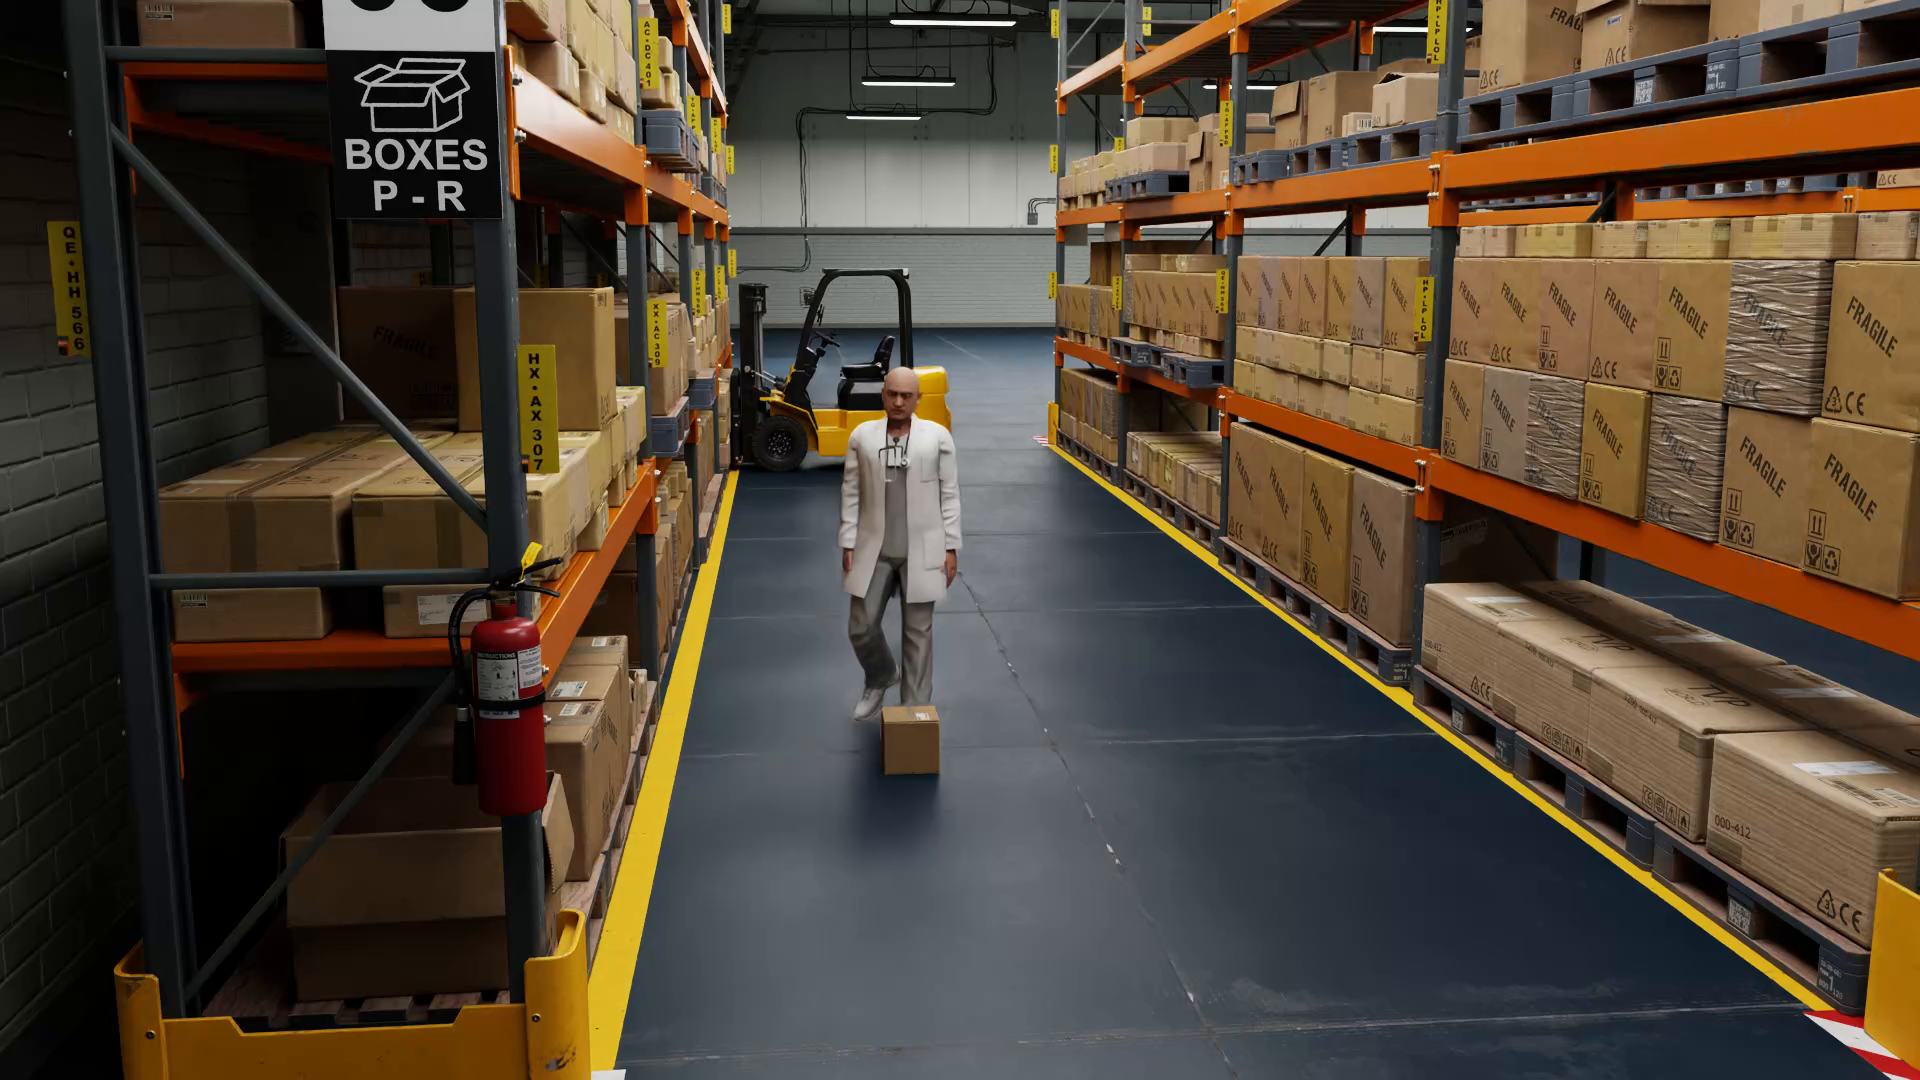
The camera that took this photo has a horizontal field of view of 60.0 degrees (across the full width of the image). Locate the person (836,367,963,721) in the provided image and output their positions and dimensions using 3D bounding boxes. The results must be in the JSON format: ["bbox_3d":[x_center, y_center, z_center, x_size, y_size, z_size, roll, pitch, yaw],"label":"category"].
[{"bbox_3d":[-0.290,0.052,8.040,0.609,1.777,0.633,1,10,5],"label":"person"}]
